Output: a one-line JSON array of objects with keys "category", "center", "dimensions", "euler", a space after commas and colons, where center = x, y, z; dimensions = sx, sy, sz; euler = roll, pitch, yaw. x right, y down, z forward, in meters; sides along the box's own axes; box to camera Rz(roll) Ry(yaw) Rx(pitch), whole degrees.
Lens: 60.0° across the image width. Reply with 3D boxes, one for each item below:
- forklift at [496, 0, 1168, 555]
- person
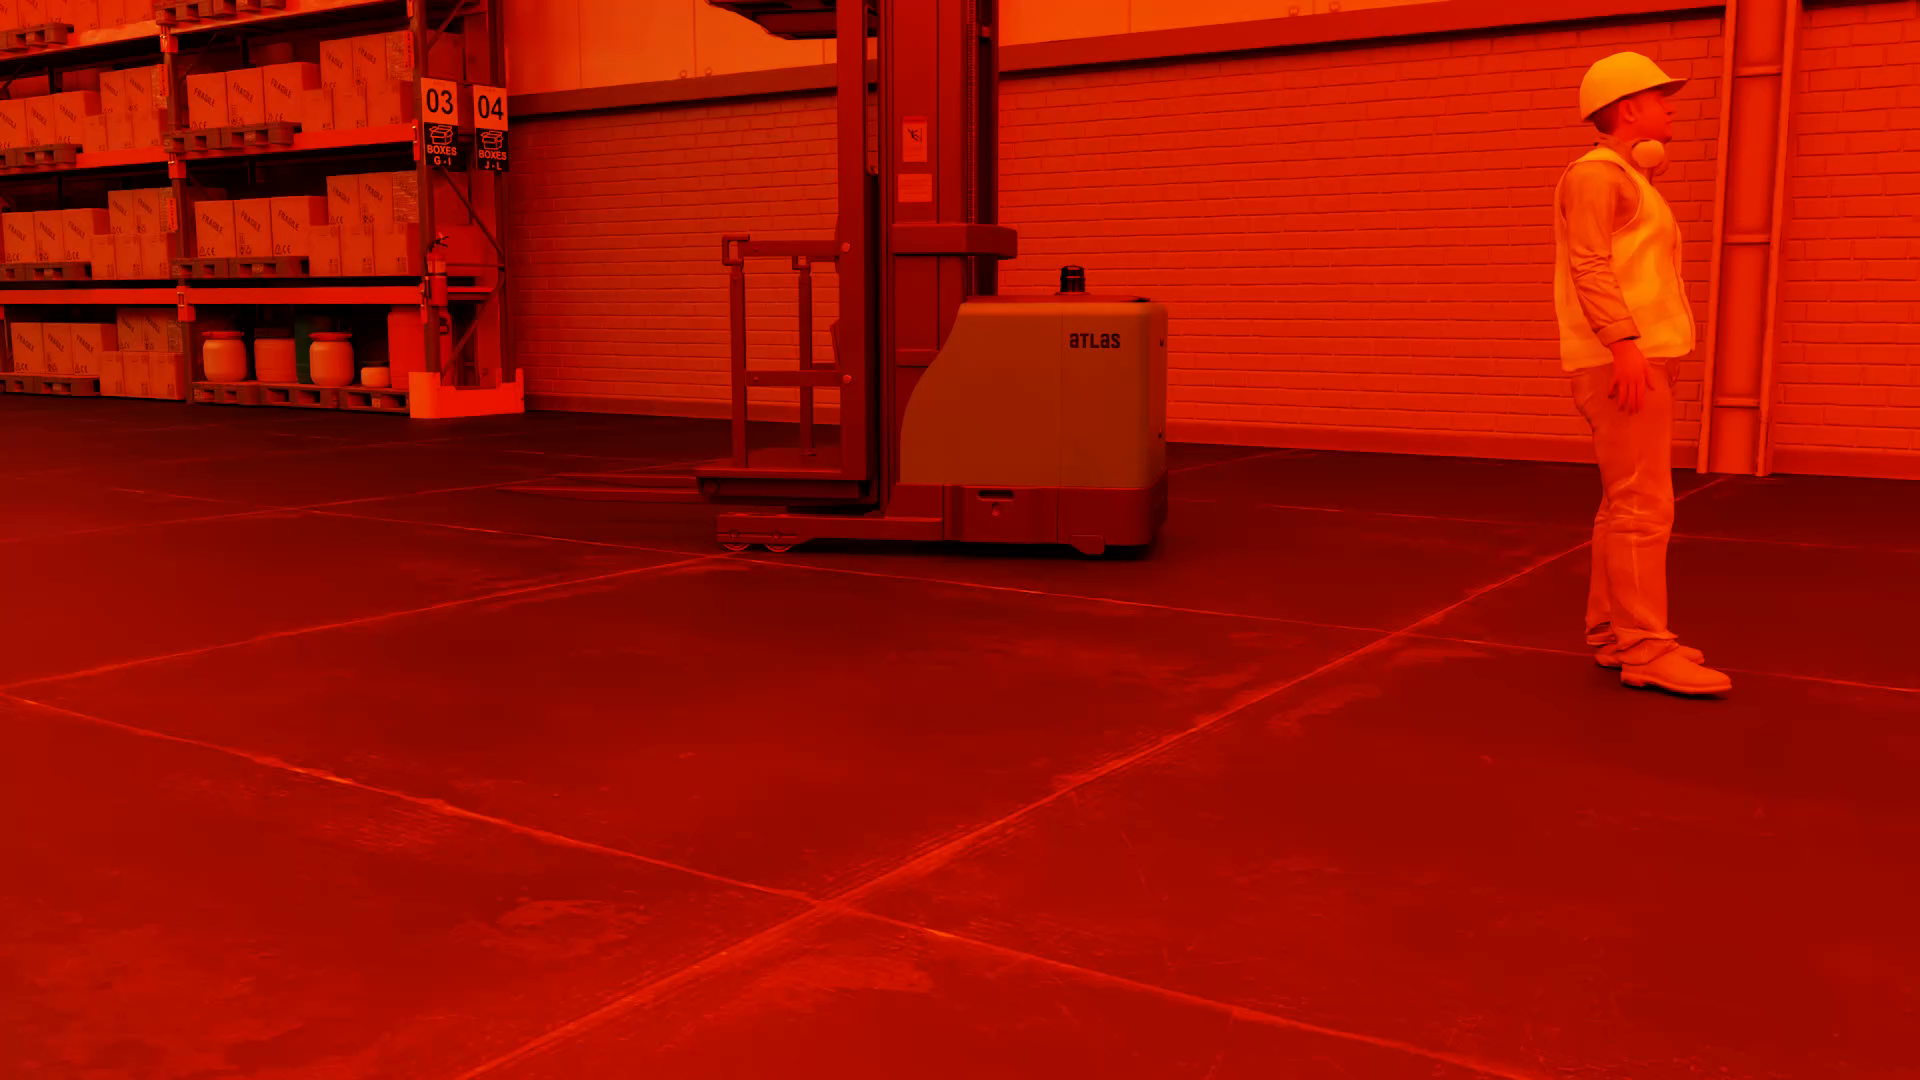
[{"category": "forklift", "center": [-0.596, -1.469, 7.520], "dimensions": [3.031, 2.935, 1.130], "euler": [2, 8, 12]}, {"category": "person", "center": [1.994, -0.501, 4.774], "dimensions": [0.567, 1.775, 0.634], "euler": [5, 9, 31]}]
